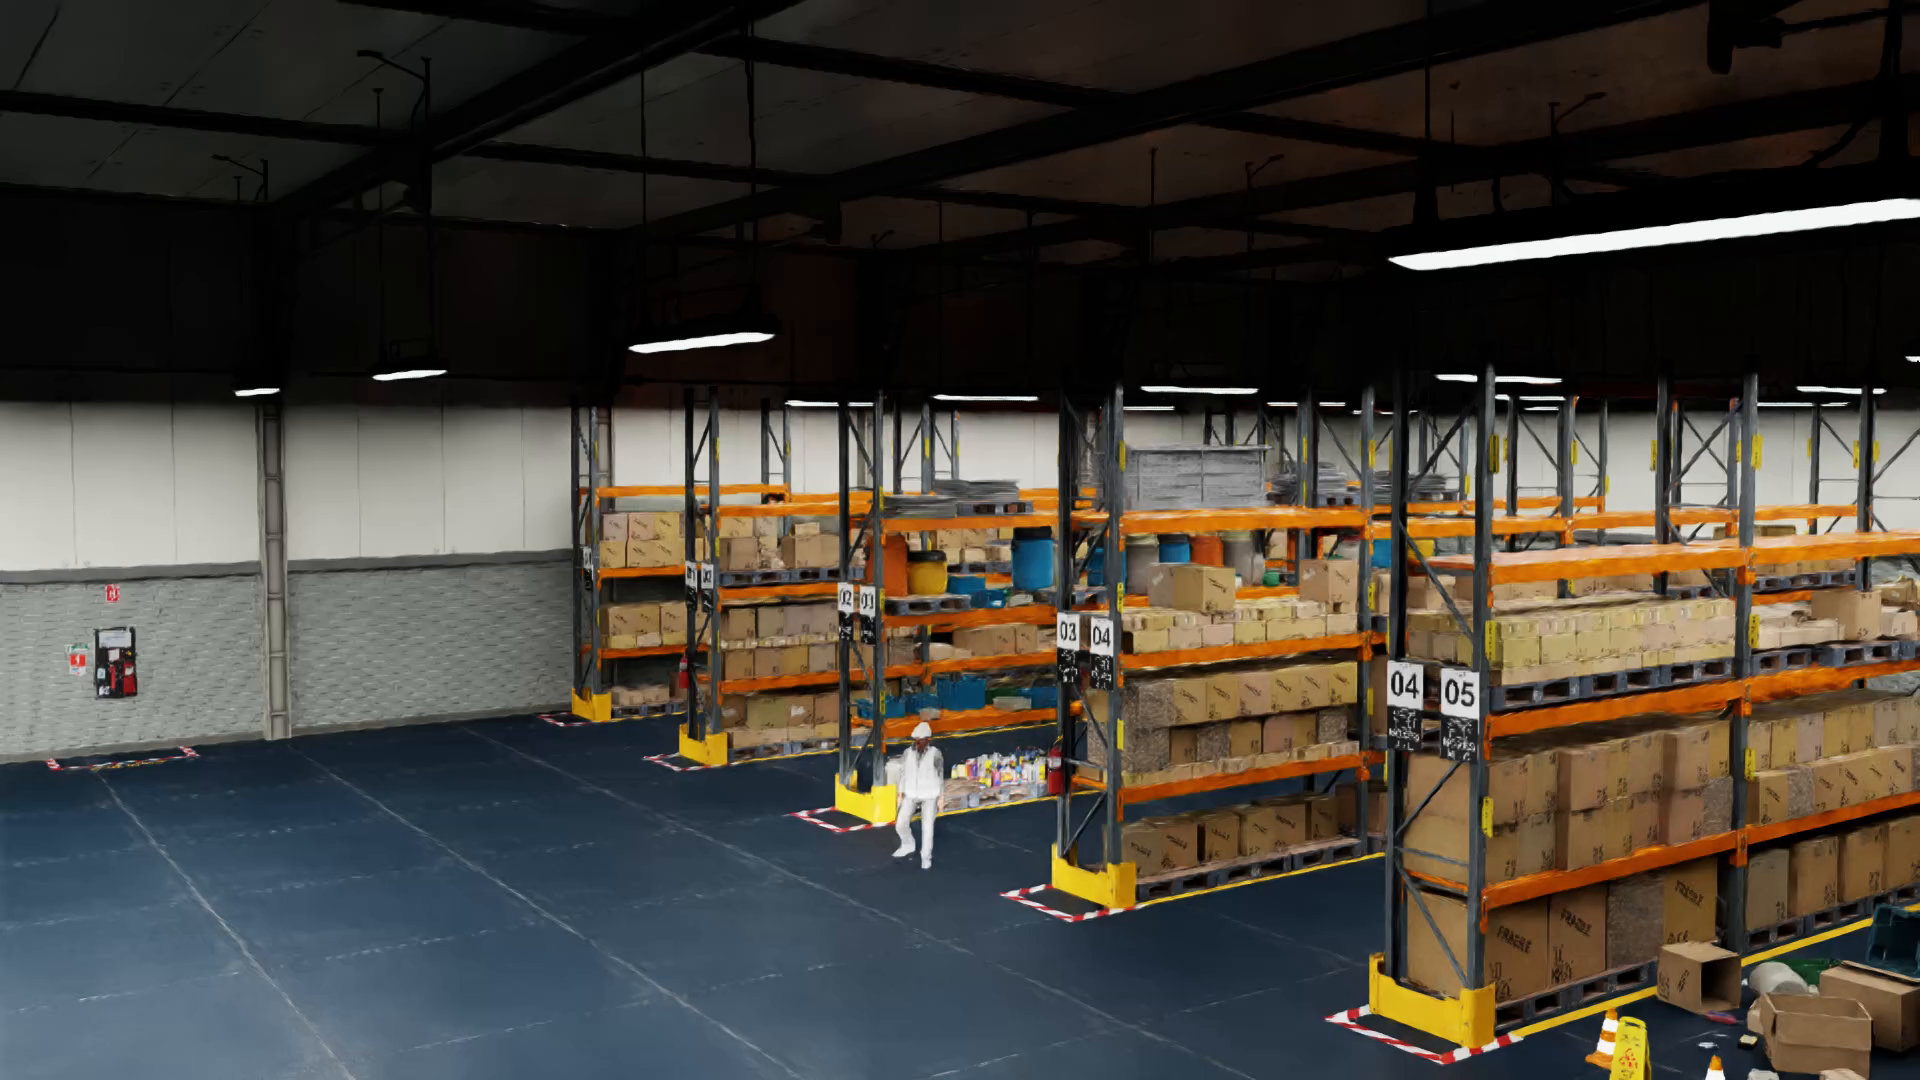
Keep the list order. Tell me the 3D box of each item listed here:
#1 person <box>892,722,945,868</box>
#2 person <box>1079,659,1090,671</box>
[{"bbox_3d":[-0.520,3.065,20.127,0.693,1.762,0.514,1,4,15],"label":"person"},{"bbox_3d":[2.357,2.275,33.812,1.121,1.691,0.577,-2,4,-32],"label":"person"}]
